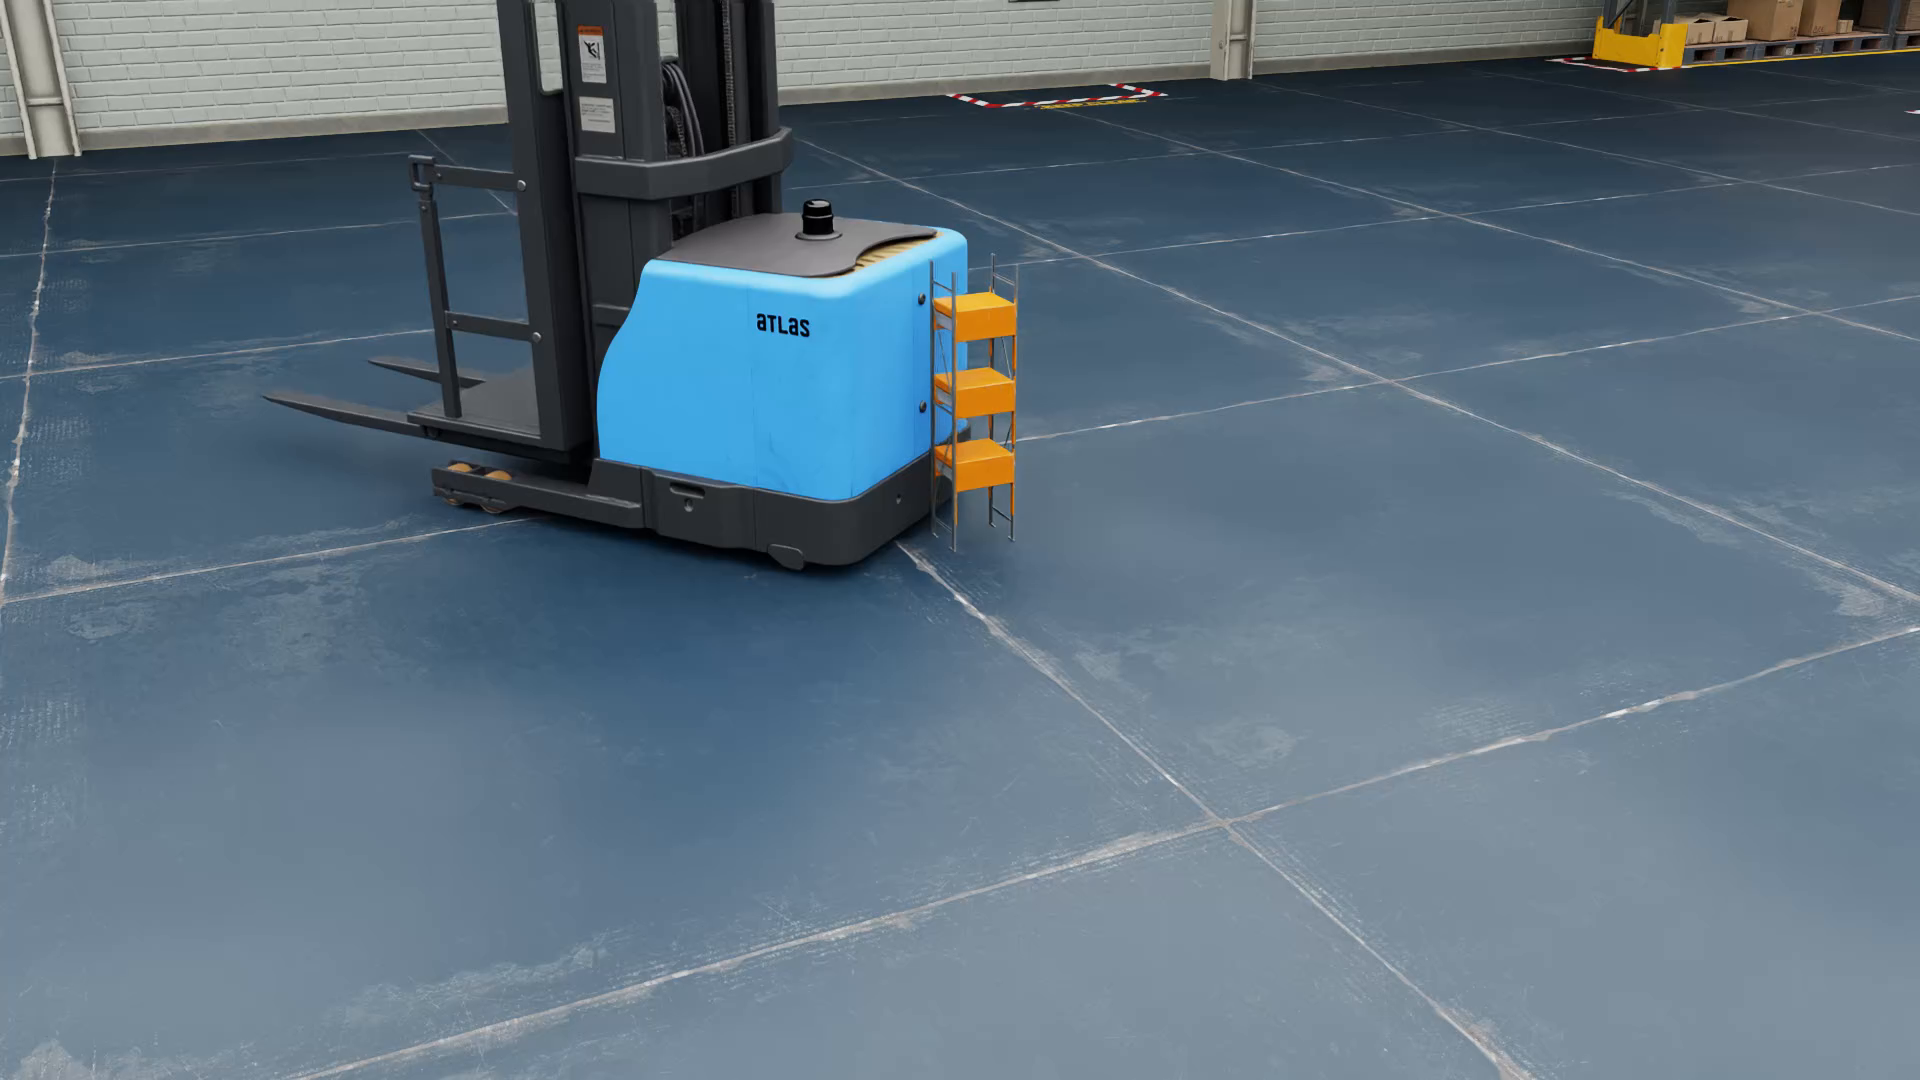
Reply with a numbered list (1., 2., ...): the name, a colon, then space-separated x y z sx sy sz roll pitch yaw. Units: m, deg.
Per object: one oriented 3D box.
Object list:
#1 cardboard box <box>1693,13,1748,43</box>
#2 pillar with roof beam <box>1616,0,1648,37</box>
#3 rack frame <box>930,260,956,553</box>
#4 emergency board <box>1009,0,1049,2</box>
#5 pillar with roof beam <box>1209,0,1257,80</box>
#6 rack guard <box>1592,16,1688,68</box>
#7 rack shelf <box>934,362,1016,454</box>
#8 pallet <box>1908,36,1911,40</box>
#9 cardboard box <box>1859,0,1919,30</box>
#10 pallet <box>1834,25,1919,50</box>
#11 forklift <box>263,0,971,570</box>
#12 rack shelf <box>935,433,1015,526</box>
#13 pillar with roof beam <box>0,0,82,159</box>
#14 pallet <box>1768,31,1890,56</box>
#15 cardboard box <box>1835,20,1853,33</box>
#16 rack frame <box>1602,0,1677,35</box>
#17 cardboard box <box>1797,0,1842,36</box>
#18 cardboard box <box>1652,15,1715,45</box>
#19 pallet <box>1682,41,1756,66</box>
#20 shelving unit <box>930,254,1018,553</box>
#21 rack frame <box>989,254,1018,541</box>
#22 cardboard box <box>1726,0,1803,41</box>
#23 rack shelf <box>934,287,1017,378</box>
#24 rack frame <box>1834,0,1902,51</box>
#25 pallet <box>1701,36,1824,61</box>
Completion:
1. cardboard box: 9.417 -6.389 20.703 0.500 0.311 0.500 -8 24 -19
2. pillar with roof beam: 10.364 -8.952 16.111 0.400 9.000 9.100 -10 25 -24
3. rack frame: -0.062 -0.474 6.022 0.008 1.050 0.200 -10 25 -24
4. emergency board: 0.831 -6.277 17.492 0.626 1.169 0.157 -10 25 -24
5. pillar with roof beam: 4.958 -7.957 13.707 0.400 9.000 9.100 -10 25 -24
6. rack guard: 8.310 -6.107 20.351 0.348 0.500 1.175 -10 25 -24
7. rack shelf: 0.048 -0.484 6.075 0.240 0.259 0.215 -10 25 -24
8. pallet: 13.647 -6.958 22.784 1.213 0.211 1.003 -10 25 -24
9. cardboard box: 12.501 -7.089 22.148 0.500 0.500 0.700 -10 24 -22
10. pallet: 12.546 -6.754 22.292 1.213 0.211 1.003 -10 25 -24
11. forklift: -1.509 -1.623 6.339 3.031 2.935 1.130 11 25 25
12. rack shelf: 0.048 -0.227 6.181 0.240 0.259 0.215 -10 25 -24
13. pillar with roof beam: -5.855 -5.966 8.898 0.400 9.000 9.100 -10 25 -24
14. pallet: 11.256 -6.501 21.680 1.213 0.211 1.003 -10 25 -24
15. cardboard box: 11.376 -6.708 21.663 0.250 0.166 0.380 -14 26 -30
16. rack frame: 8.241 -7.250 19.842 0.127 3.000 1.000 -10 25 -24
17. cardboard box: 10.928 -6.776 21.390 0.500 0.500 0.500 -12 26 -28
18. cardboard box: 8.904 -6.294 20.475 0.500 0.311 0.500 -14 26 -30
19. pallet: 9.057 -6.096 20.702 1.213 0.211 1.003 -10 25 -24
20. shelving unit: 0.048 -0.494 6.071 0.252 1.050 0.215 -10 25 -24
21. rack frame: 0.158 -0.514 6.120 0.008 1.050 0.200 -10 25 -24
22. cardboard box: 10.100 -6.581 20.919 0.500 0.500 0.700 -12 25 -27
23. rack shelf: 0.048 -0.746 5.966 0.240 0.259 0.215 -10 25 -24
24. rack frame: 11.845 -7.913 21.445 0.127 3.000 1.000 -10 25 -24
25. pallet: 10.155 -6.297 21.187 1.213 0.211 1.003 -10 25 -24
